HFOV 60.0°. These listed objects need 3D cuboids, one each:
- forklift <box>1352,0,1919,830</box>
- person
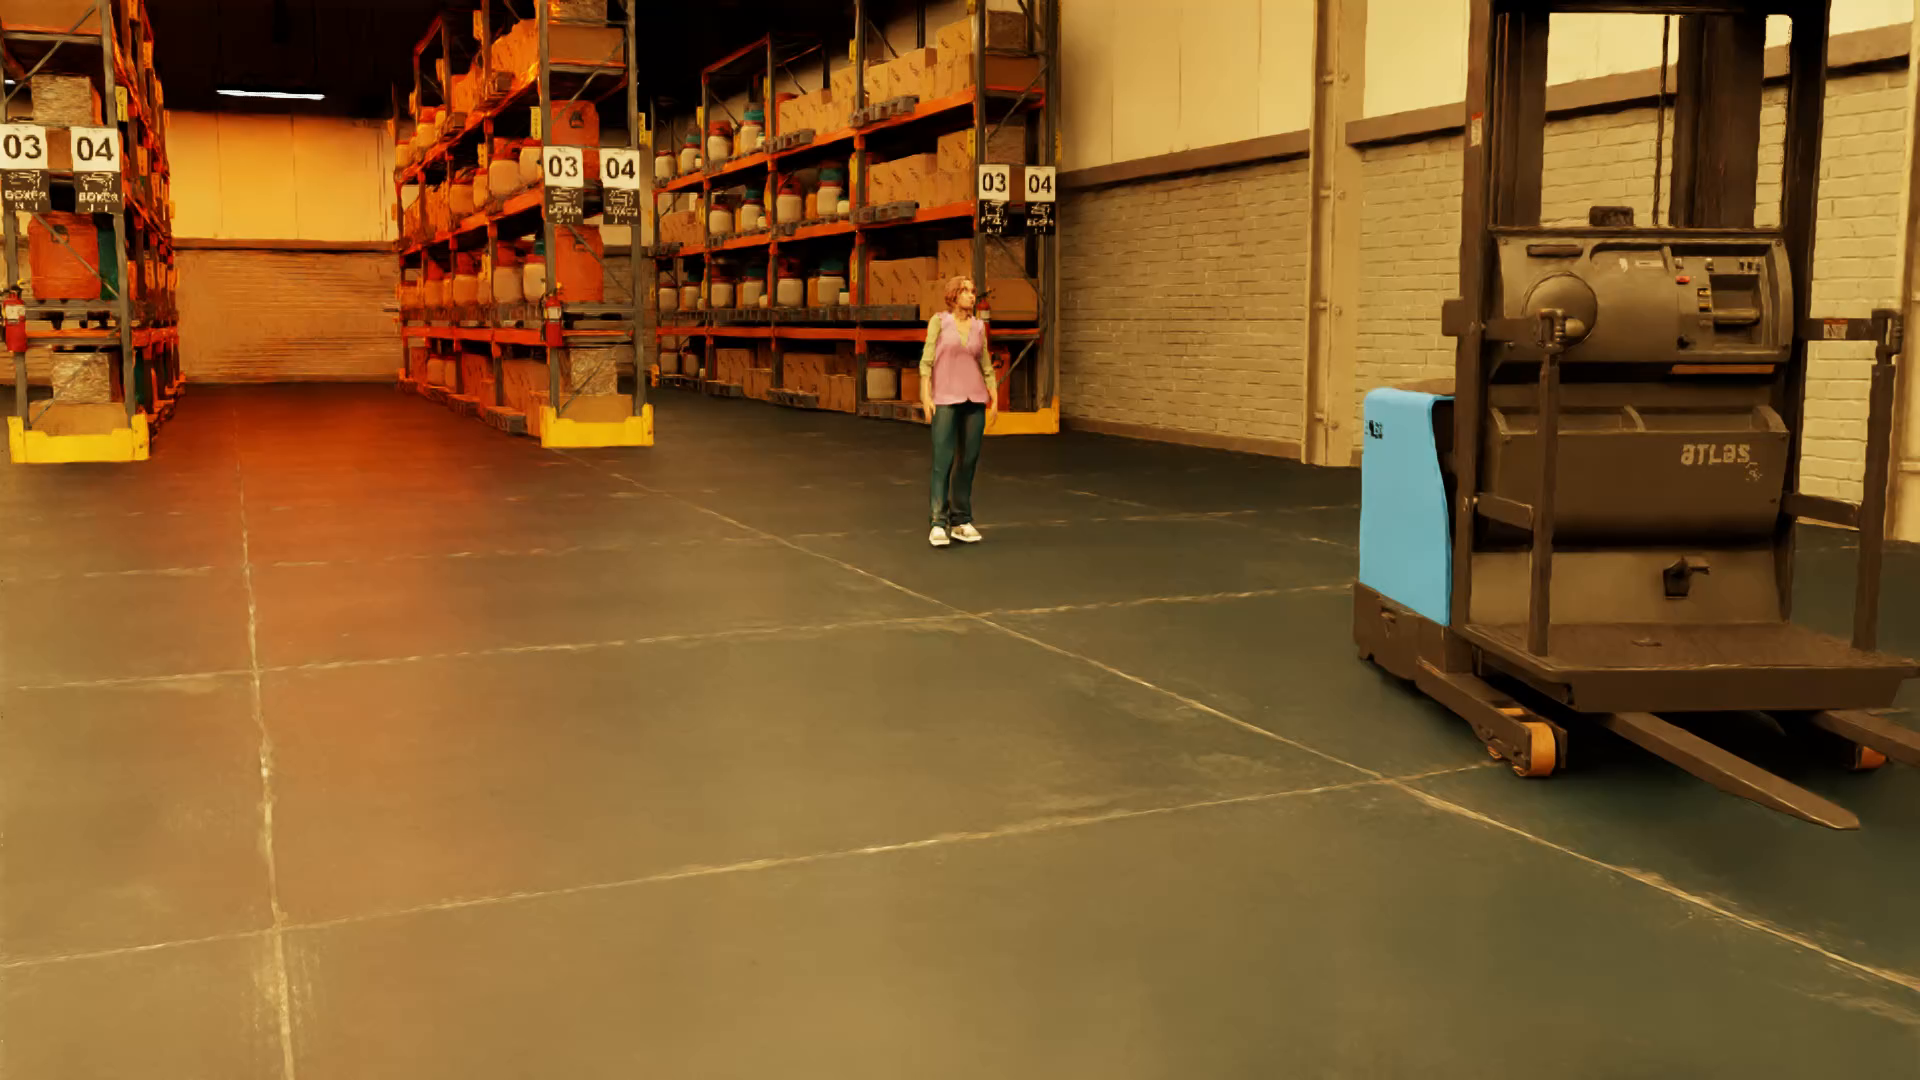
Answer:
[{"bbox_3d":[2.163,-0.801,5.010,1.130,2.935,3.031,0,8,-4],"label":"forklift"},{"bbox_3d":[0.017,-0.789,9.976,0.520,1.597,0.474,-3,8,-23],"label":"person"}]
